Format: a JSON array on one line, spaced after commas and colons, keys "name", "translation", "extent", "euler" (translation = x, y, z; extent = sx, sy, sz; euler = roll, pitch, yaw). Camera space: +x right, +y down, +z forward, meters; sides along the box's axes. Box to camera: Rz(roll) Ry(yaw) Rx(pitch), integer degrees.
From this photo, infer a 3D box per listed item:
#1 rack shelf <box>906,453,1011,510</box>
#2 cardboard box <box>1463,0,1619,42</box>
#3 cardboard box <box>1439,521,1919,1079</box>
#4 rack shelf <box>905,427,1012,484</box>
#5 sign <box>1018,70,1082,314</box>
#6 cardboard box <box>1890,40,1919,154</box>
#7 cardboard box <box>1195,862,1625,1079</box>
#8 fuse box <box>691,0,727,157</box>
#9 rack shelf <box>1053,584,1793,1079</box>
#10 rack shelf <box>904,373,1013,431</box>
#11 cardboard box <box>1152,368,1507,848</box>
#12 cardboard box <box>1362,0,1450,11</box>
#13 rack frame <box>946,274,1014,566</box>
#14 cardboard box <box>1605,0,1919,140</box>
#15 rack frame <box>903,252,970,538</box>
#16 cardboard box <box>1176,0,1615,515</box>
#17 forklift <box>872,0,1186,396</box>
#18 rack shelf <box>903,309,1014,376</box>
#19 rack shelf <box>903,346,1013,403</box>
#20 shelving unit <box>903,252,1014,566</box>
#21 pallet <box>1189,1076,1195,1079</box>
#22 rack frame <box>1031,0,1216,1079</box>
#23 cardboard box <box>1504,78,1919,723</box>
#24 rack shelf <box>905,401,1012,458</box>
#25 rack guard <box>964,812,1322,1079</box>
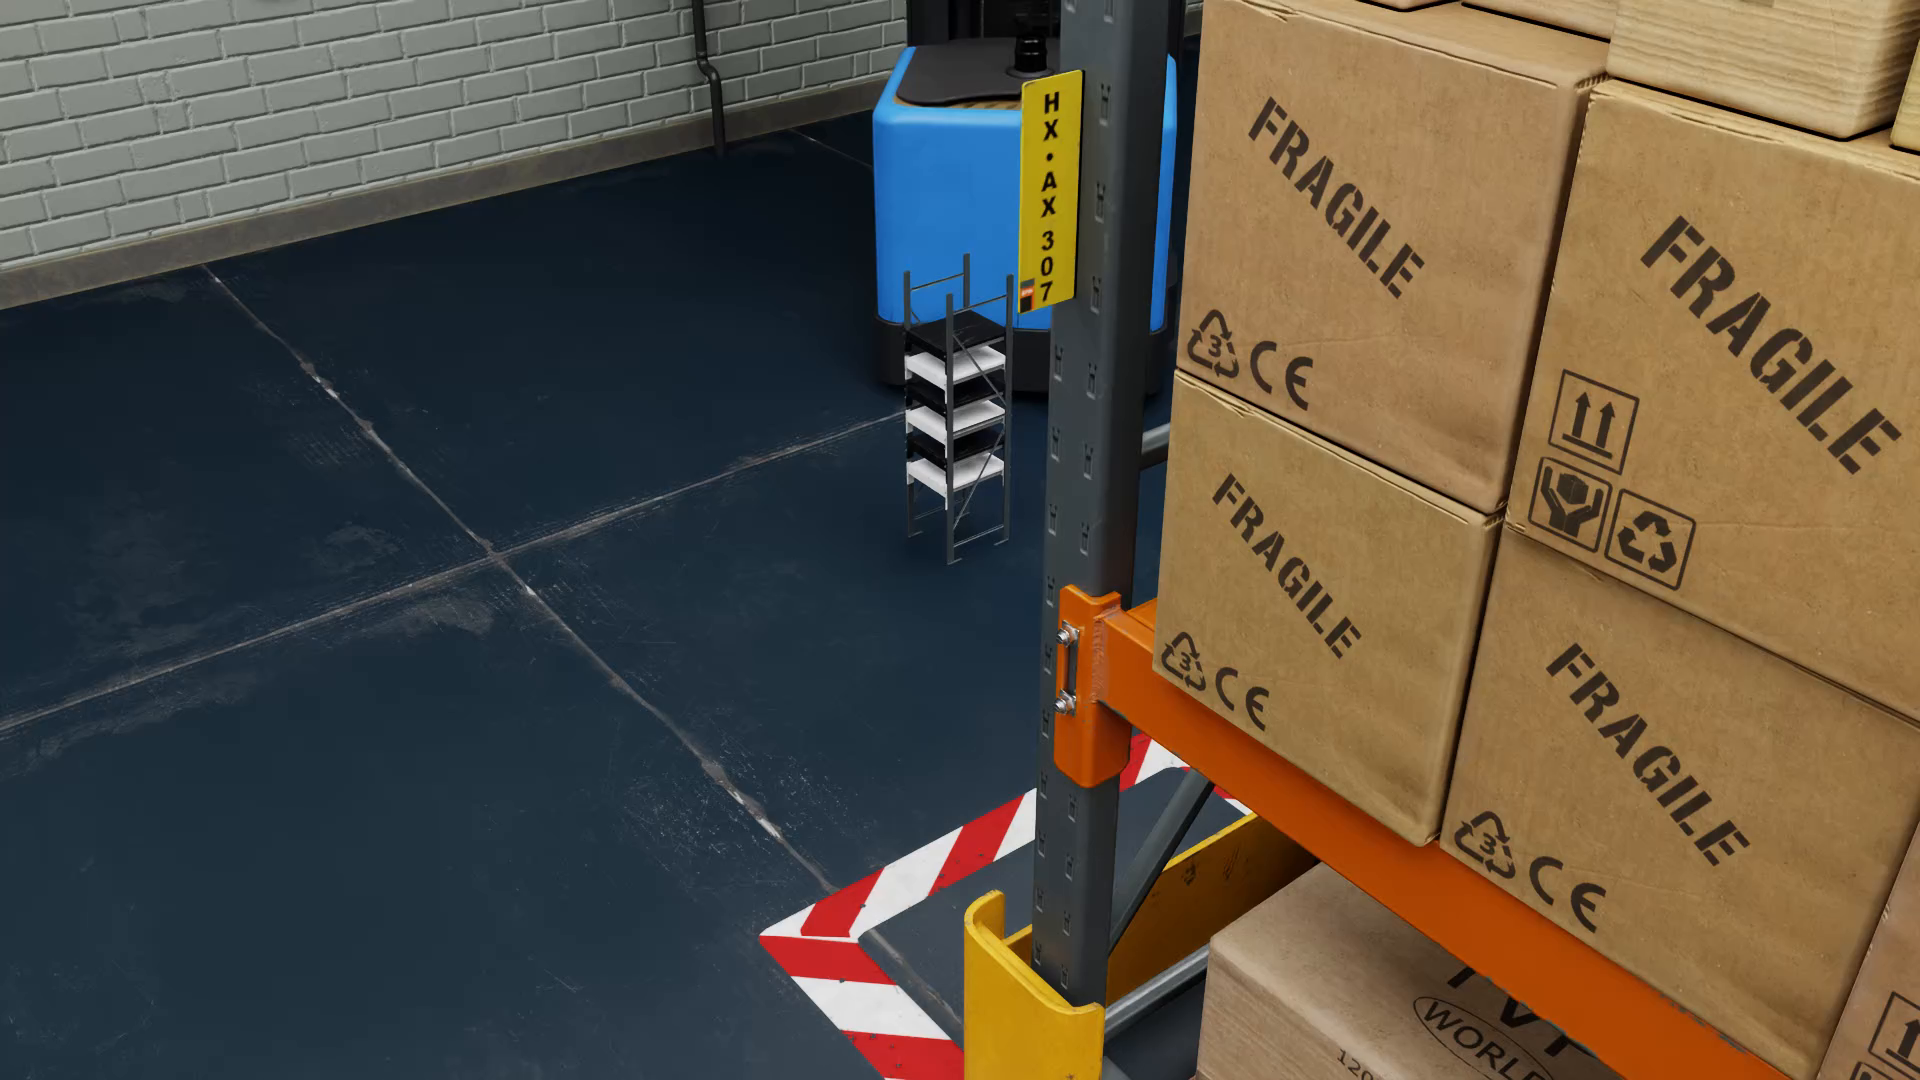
[{"name": "rack shelf", "translation": [-0.005, -0.204, 5.131], "extent": [0.258, 0.077, 0.200], "euler": [-22, 38, -31]}, {"name": "cardboard box", "translation": [0.780, -0.665, 1.820], "extent": [0.380, 0.149, 0.250], "euler": [-21, 38, -30]}, {"name": "cardboard box", "translation": [0.963, 0.207, 1.980], "extent": [0.500, 0.500, 0.500], "euler": [-23, 38, -32]}, {"name": "rack shelf", "translation": [-0.005, -0.281, 5.083], "extent": [0.258, 0.077, 0.200], "euler": [-22, 38, -31]}, {"name": "sign", "translation": [0.122, -0.470, 2.268], "extent": [0.100, 0.325, 0.005], "euler": [-22, 38, -31]}, {"name": "cardboard box", "translation": [1.024, -0.415, 1.419], "extent": [0.380, 0.149, 0.250], "euler": [-24, 39, -33]}, {"name": "cardboard box", "translation": [1.047, 0.907, 2.977], "extent": [0.875, 0.438, 0.875], "euler": [-24, 39, -33]}, {"name": "fuse box", "translation": [-1.164, -2.660, 7.910], "extent": [0.539, 1.711, 0.414], "euler": [-22, 38, -31]}, {"name": "rack shelf", "translation": [1.790, 0.893, 1.650], "extent": [1.077, 0.370, 4.000], "euler": [-22, 38, -31]}, {"name": "rack shelf", "translation": [-0.005, -0.434, 4.988], "extent": [0.258, 0.077, 0.200], "euler": [-22, 38, -31]}, {"name": "cardboard box", "translation": [0.631, 0.005, 2.305], "extent": [0.500, 0.500, 0.500], "euler": [-23, 38, -32]}, {"name": "cardboard box", "translation": [0.563, -0.751, 1.959], "extent": [0.380, 0.149, 0.250], "euler": [-21, 38, -30]}, {"name": "rack frame", "translation": [0.057, -0.343, 4.950], "extent": [0.240, 0.900, 0.006], "euler": [-22, 38, -31]}, {"name": "cardboard box", "translation": [0.848, -0.519, 1.586], "extent": [0.380, 0.149, 0.250], "euler": [-21, 38, -30]}, {"name": "rack frame", "translation": [-0.067, -0.428, 5.086], "extent": [0.240, 0.900, 0.006], "euler": [-22, 38, -31]}, {"name": "cardboard box", "translation": [0.633, -0.421, 2.042], "extent": [0.500, 0.500, 0.500], "euler": [-23, 39, -32]}, {"name": "forklift", "translation": [0.360, -2.514, 6.519], "extent": [1.130, 2.935, 3.031], "euler": [3, 32, 5]}, {"name": "rack shelf", "translation": [-0.005, -0.587, 4.893], "extent": [0.258, 0.077, 0.200], "euler": [-22, 38, -31]}, {"name": "rack shelf", "translation": [-0.005, -0.510, 4.941], "extent": [0.258, 0.077, 0.200], "euler": [-22, 38, -31]}, {"name": "shelving unit", "translation": [-0.005, -0.386, 5.018], "extent": [0.258, 0.900, 0.210], "euler": [-22, 38, -31]}, {"name": "pallet", "translation": [1.116, 1.247, 3.043], "extent": [1.003, 0.211, 1.213], "euler": [-22, 38, -31]}, {"name": "rack frame", "translation": [0.564, -0.246, 2.803], "extent": [1.000, 3.000, 0.127], "euler": [-22, 38, -31]}, {"name": "cardboard box", "translation": [0.955, -0.208, 1.699], "extent": [0.500, 0.500, 0.500], "euler": [-23, 39, -33]}, {"name": "rack shelf", "translation": [-0.005, -0.357, 5.036], "extent": [0.258, 0.077, 0.200], "euler": [-22, 38, -31]}, {"name": "rack guard", "translation": [0.549, 0.806, 3.478], "extent": [1.175, 0.500, 0.348], "euler": [-22, 38, -31]}]
